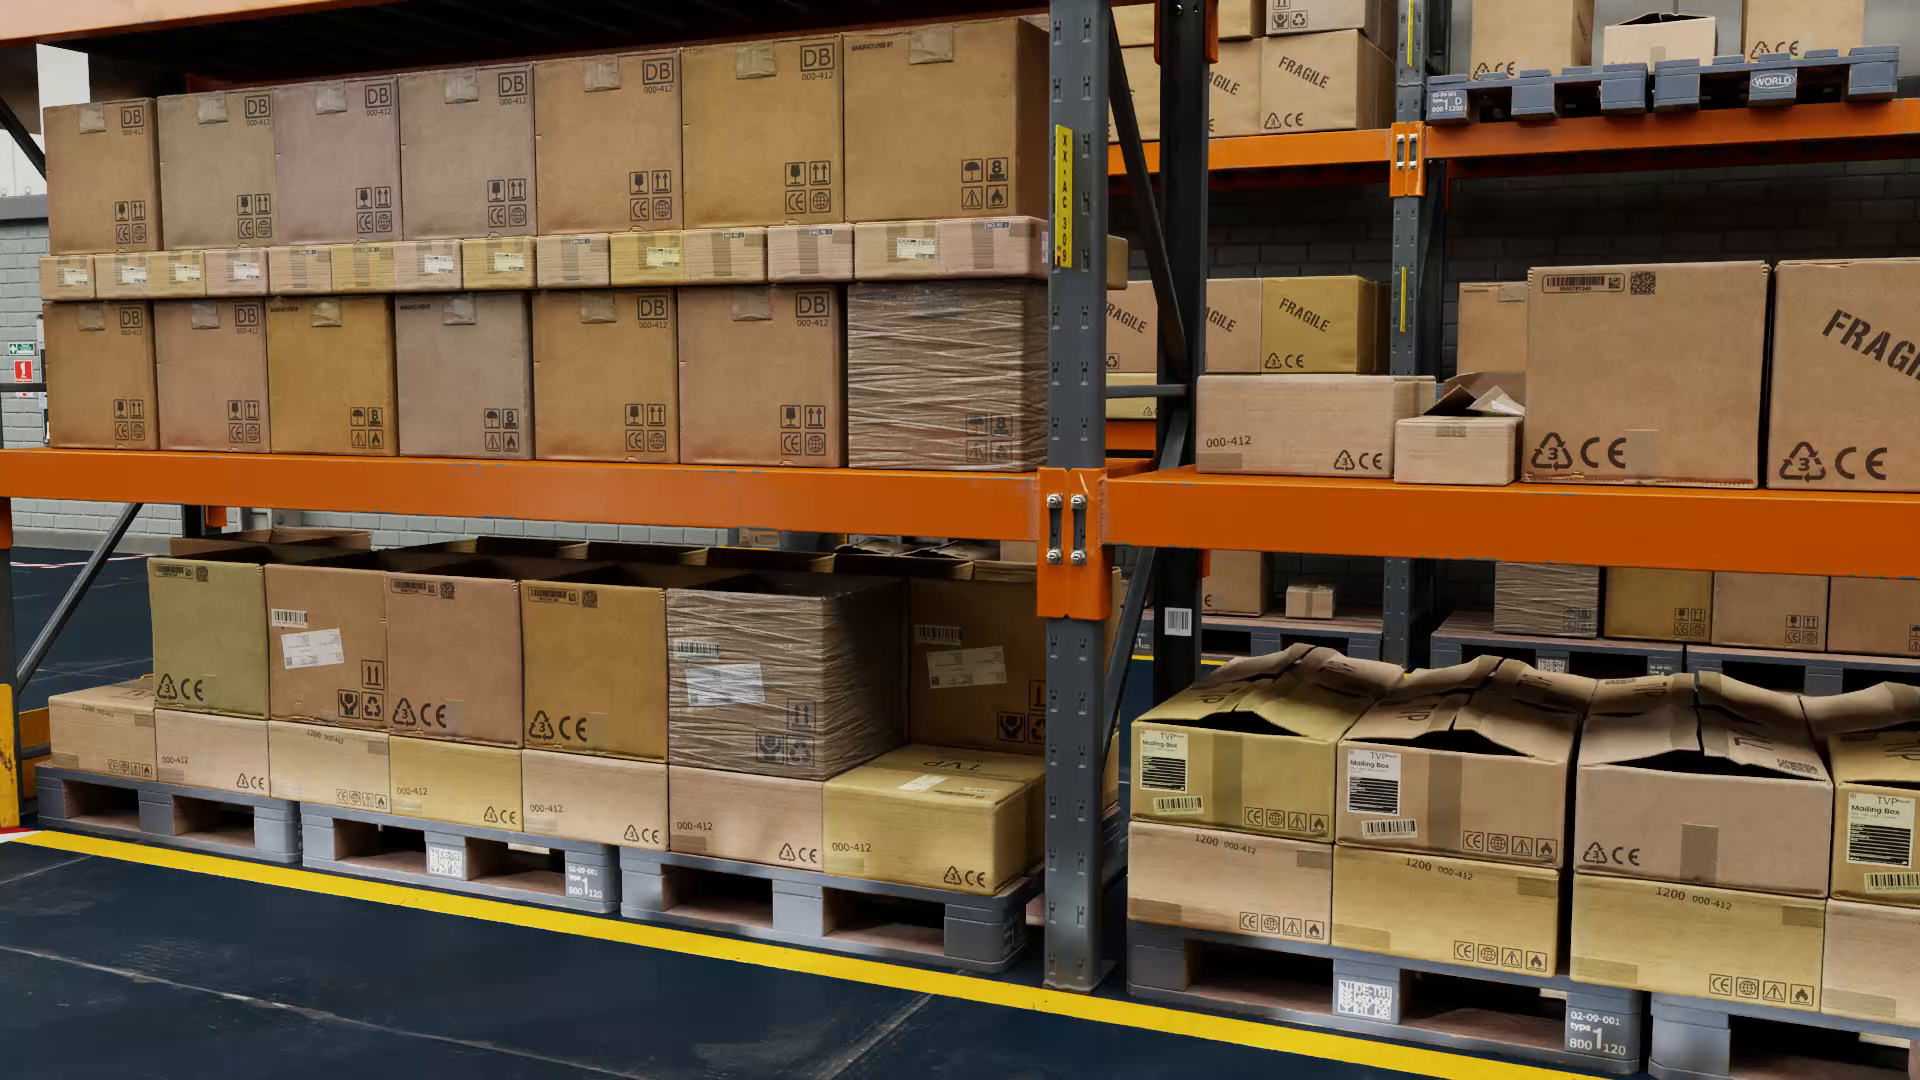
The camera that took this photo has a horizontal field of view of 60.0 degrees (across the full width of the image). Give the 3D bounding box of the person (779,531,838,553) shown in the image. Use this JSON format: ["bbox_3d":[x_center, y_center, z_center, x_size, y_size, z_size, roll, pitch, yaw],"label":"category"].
[{"bbox_3d":[-0.844,-0.169,8.997,0.397,1.662,0.481,2,6,23],"label":"person"}]
